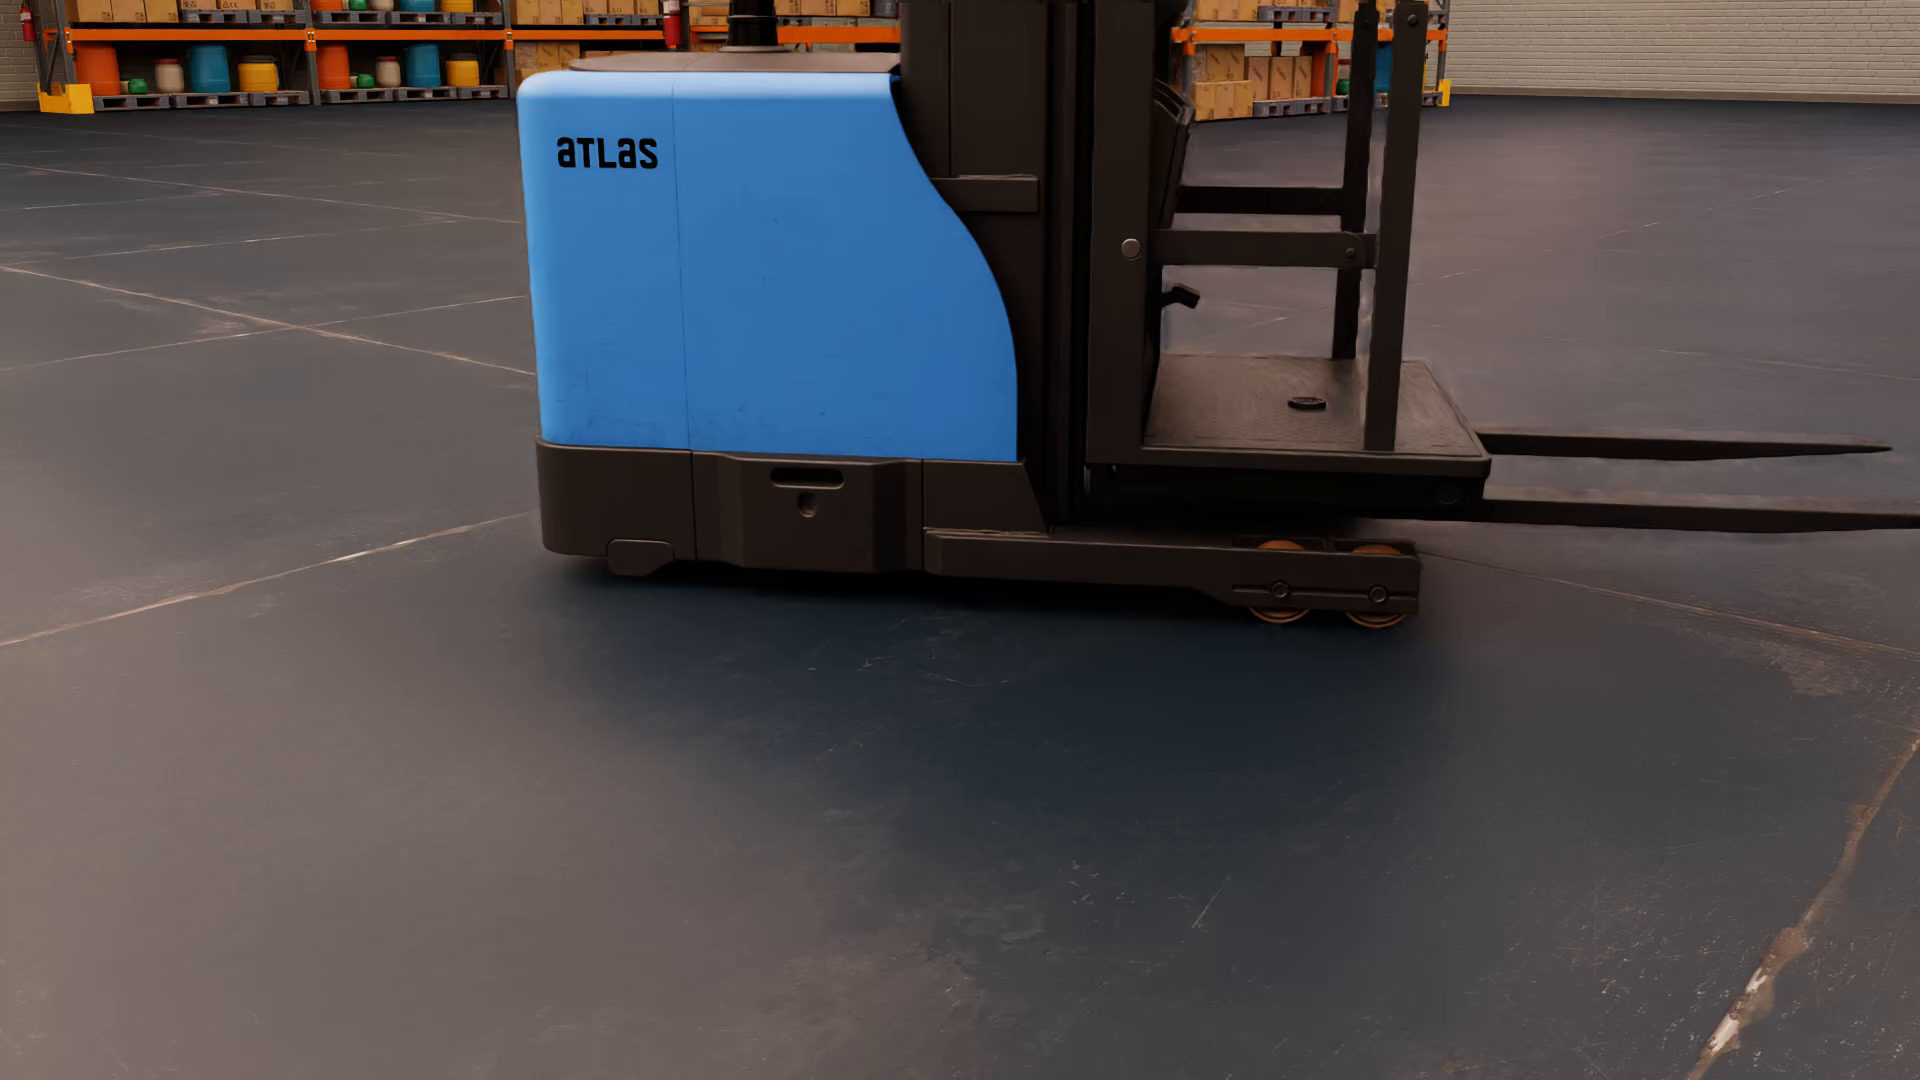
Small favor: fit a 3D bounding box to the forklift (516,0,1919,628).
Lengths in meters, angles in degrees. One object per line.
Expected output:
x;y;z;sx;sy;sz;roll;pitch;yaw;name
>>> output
0.639;-1.390;3.475;3.031;2.935;1.130;2;17;8;forklift
